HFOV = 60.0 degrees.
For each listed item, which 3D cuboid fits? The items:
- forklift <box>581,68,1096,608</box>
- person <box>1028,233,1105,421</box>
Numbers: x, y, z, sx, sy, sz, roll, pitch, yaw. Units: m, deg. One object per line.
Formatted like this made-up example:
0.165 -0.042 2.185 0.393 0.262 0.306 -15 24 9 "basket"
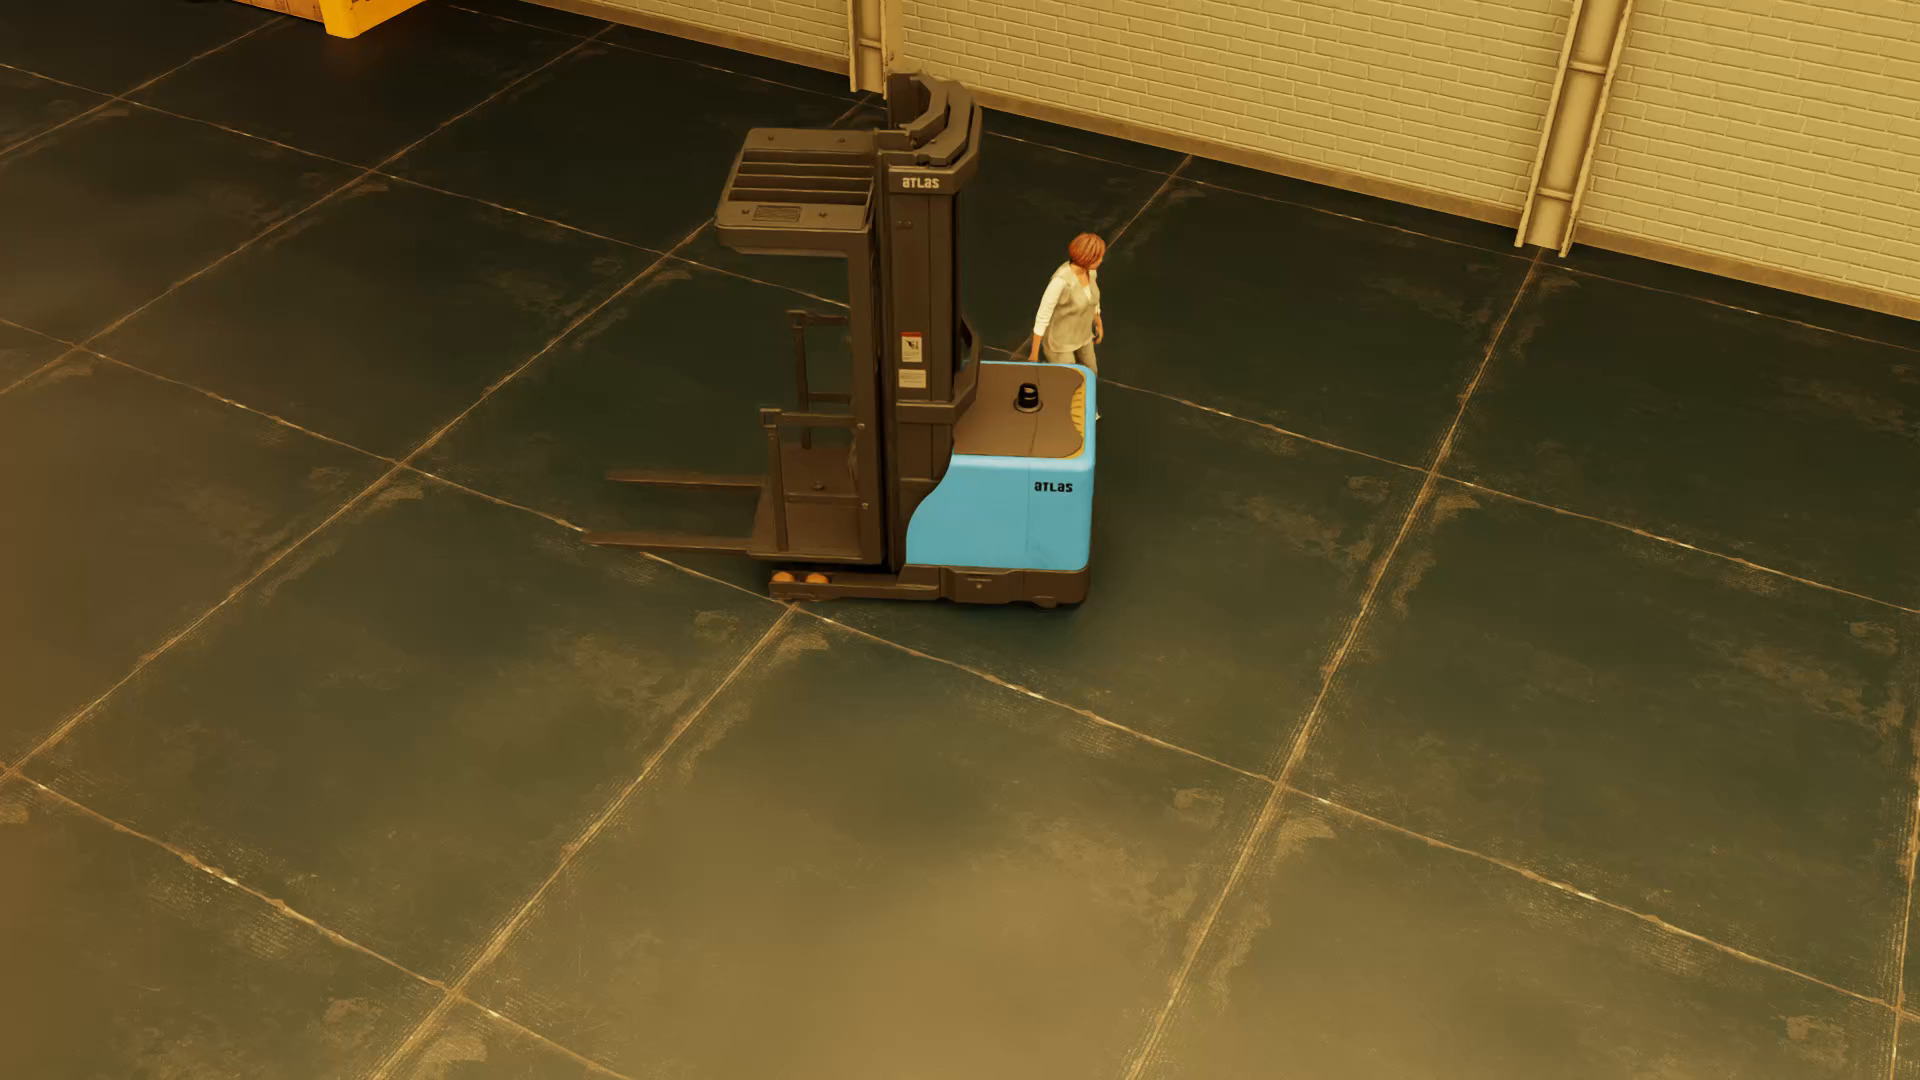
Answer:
-0.728 -1.095 9.286 3.031 2.935 1.130 3 40 3 "forklift"
0.727 -1.240 10.536 0.429 1.552 0.686 27 47 28 "person"
